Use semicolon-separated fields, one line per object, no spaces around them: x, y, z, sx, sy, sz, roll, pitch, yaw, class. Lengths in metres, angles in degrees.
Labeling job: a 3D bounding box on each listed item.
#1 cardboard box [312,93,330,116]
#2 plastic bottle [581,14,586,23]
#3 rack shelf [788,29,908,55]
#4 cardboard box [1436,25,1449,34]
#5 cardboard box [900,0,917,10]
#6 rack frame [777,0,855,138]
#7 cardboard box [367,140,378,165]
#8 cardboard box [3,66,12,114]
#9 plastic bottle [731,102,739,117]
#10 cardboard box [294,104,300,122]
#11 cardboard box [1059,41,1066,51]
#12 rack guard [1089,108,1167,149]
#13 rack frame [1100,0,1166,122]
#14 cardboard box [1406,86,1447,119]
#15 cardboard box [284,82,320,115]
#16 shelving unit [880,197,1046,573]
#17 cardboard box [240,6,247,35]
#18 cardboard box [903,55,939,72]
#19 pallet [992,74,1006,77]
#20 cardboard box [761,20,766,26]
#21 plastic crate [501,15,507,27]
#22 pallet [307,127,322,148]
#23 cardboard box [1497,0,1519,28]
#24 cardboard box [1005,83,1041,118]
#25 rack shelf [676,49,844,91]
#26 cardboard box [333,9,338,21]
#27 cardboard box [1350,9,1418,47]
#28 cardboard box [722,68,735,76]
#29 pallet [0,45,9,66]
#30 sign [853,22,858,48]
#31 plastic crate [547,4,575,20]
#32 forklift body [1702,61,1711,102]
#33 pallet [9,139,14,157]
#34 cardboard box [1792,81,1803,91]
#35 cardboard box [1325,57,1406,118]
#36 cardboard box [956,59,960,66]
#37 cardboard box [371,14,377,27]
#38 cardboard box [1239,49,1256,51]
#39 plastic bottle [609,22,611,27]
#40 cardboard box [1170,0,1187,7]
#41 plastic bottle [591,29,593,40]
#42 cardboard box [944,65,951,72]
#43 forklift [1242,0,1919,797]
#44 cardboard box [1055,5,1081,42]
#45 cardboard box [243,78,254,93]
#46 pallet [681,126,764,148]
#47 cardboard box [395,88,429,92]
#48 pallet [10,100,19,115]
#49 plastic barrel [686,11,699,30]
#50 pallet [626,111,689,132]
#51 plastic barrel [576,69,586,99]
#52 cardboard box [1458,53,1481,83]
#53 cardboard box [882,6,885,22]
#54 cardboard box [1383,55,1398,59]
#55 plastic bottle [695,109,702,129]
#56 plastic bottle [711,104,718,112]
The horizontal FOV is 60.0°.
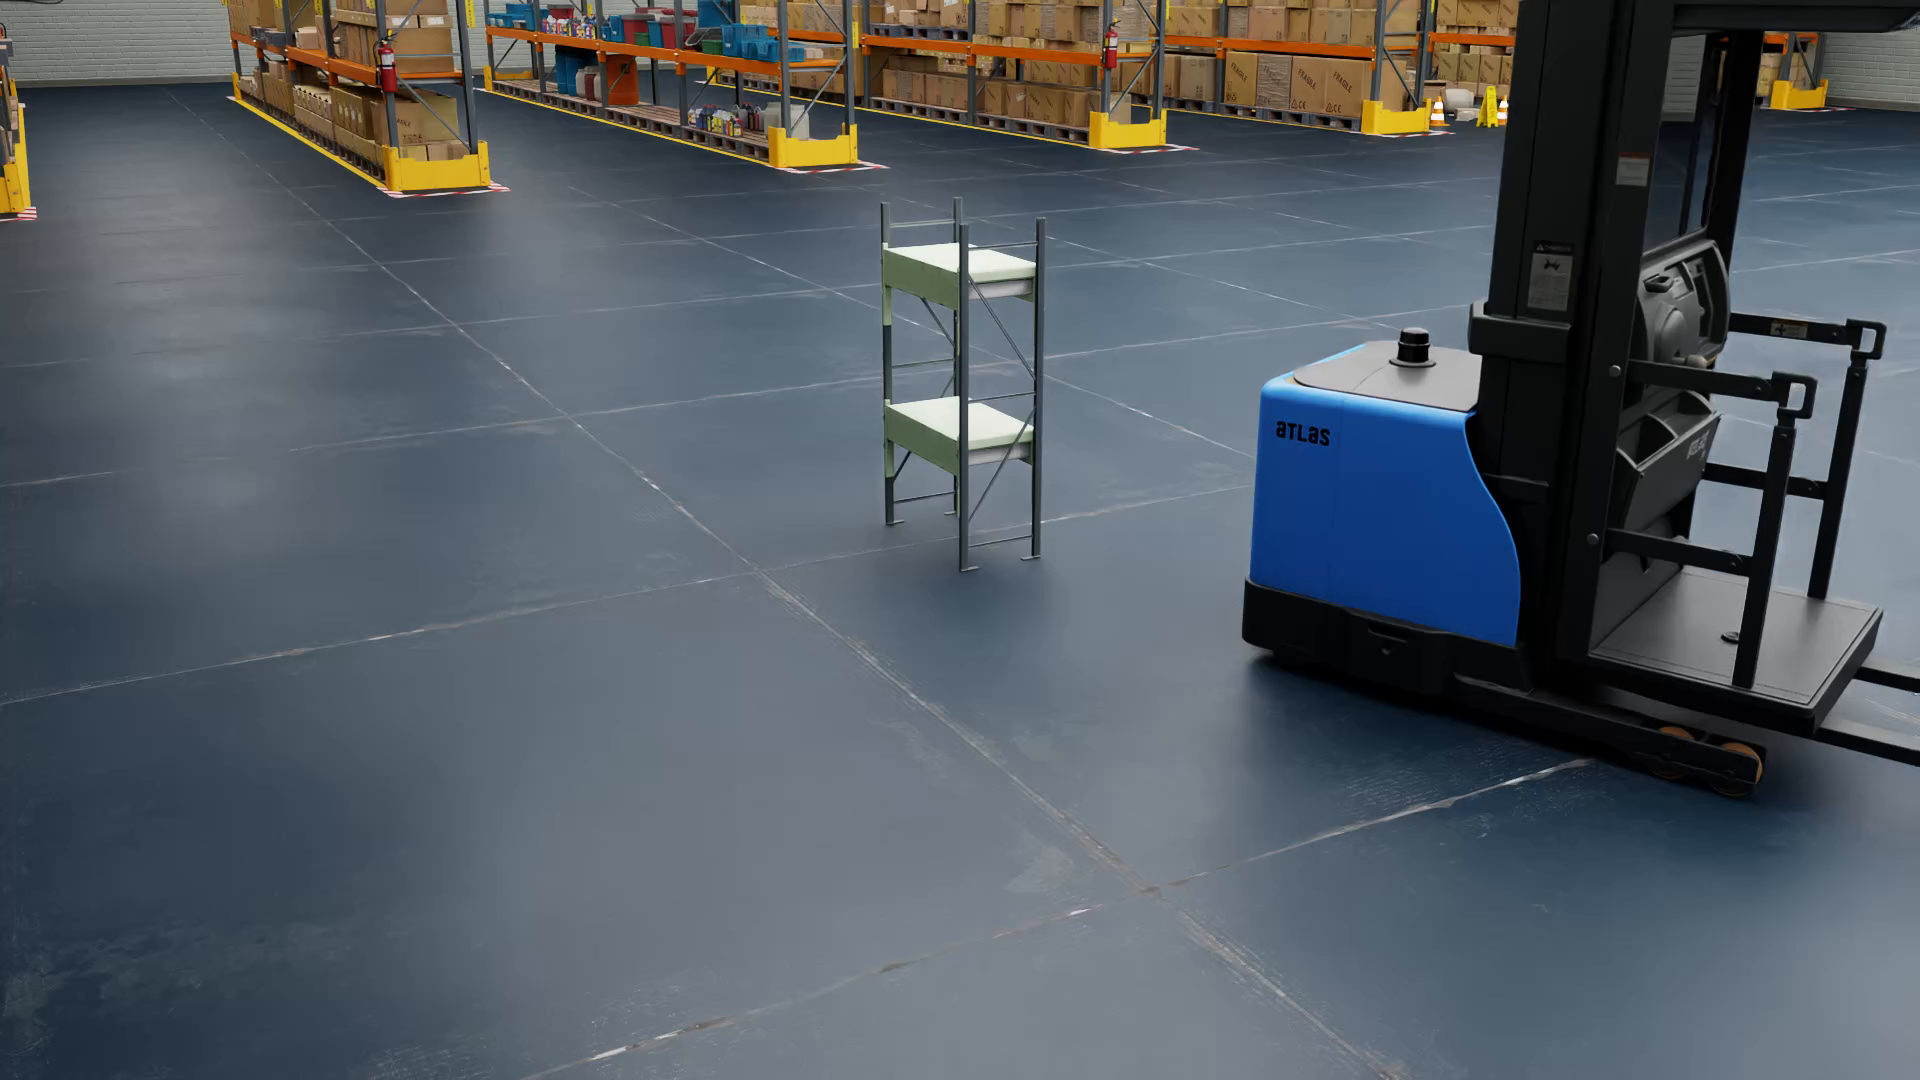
-9.061;-6.318;24.053;0.500;0.311;0.500;-10;21;-27;cardboard box
-6.969;-9.594;30.912;0.144;0.351;0.185;-10;21;-27;plastic bottle
-2.258;-9.706;32.263;1.077;0.370;4.000;-10;21;-27;rack shelf
9.180;-9.599;31.237;0.380;0.149;0.250;-10;21;-27;cardboard box
-0.664;-9.424;29.546;0.700;0.500;0.500;-7;20;-19;cardboard box
-1.868;-6.408;21.603;1.000;3.000;0.127;-10;21;-27;rack frame
-6.992;-4.790;20.487;0.500;0.250;0.500;-10;21;-27;cardboard box
-15.438;-7.079;26.201;0.750;0.750;0.750;-9;21;-25;cardboard box
-3.335;-6.349;24.820;0.144;0.351;0.185;-10;21;-27;plastic bottle
-10.038;-6.641;25.850;0.500;0.250;0.500;-10;21;-27;cardboard box
1.704;-7.394;24.846;0.380;0.149;0.250;-10;21;-27;cardboard box
2.454;-6.015;24.297;1.175;0.500;0.348;-10;21;-27;rack guard
2.491;-7.175;23.826;1.000;3.000;0.127;-10;21;-27;rack frame
8.150;-7.642;29.007;0.637;0.503;0.797;7;20;20;cardboard box
-10.679;-7.197;27.047;0.500;0.500;0.500;-9;21;-25;cardboard box
0.003;-0.707;7.381;0.431;1.500;0.755;-10;21;-27;shelving unit
-12.883;-9.532;30.505;0.500;0.500;0.500;-9;21;-25;cardboard box
-0.703;-8.514;29.715;0.500;0.250;0.500;-7;20;-21;cardboard box
0.855;-10.228;36.949;1.003;0.211;1.213;-10;21;-27;pallet
-3.885;-10.685;34.385;0.380;0.149;0.250;-10;22;-28;cardboard box
-9.013;-10.450;33.483;0.416;0.233;0.300;-10;21;-27;plastic crate
-9.096;-6.028;24.777;1.003;0.211;1.213;-10;21;-27;pallet
10.019;-9.448;29.804;0.500;0.500;0.500;-10;21;-26;cardboard box
1.025;-7.056;26.669;0.500;0.500;0.500;-3;19;-9;cardboard box
-2.818;-6.642;23.384;1.077;0.370;4.000;-10;21;-27;rack shelf
-8.172;-7.037;22.278;0.380;0.149;0.250;-10;21;-27;cardboard box
6.688;-8.085;26.233;0.875;0.550;0.550;-10;21;-27;cardboard box
-4.733;-10.791;36.919;0.875;0.875;0.875;-10;21;-27;cardboard box
-12.722;-6.173;21.216;1.003;0.211;1.213;-10;21;-27;pallet
-1.382;-6.623;21.801;0.100;0.325;0.005;-10;21;-27;sign
-7.770;-10.206;32.421;0.402;0.464;0.583;-10;21;-27;plastic crate
13.073;-9.341;31.403;2.313;2.155;1.214;-10;21;-27;forklift body
-13.441;-5.277;22.602;1.003;0.211;1.213;-10;21;-27;pallet
15.517;-8.550;31.382;0.500;0.250;0.500;-10;21;-26;cardboard box
6.523;-7.293;26.781;0.875;0.875;0.875;-10;21;-26;cardboard box
0.124;-10.862;37.783;0.380;0.149;0.250;-9;21;-24;cardboard box
-6.826;-6.224;19.923;0.380;0.149;0.250;-10;22;-27;cardboard box
6.738;-10.669;36.564;0.875;0.875;0.875;-10;21;-26;cardboard box
-6.247;-9.218;29.937;0.152;0.276;0.135;-10;21;-27;plastic bottle
4.278;-10.017;30.375;0.700;0.500;0.500;-10;21;-26;cardboard box
-6.273;-8.696;28.540;0.097;0.201;0.097;0;19;0;plastic bottle
-0.135;-10.792;38.034;0.380;0.149;0.250;-11;22;-29;cardboard box
2.545;-0.768;5.364;3.031;2.935;1.130;14;24;36;forklift
1.911;-7.650;24.593;0.875;0.500;0.500;-10;21;-27;cardboard box
-13.344;-8.656;31.659;0.500;0.250;0.500;-10;21;-27;cardboard box
-3.486;-6.039;24.808;1.003;0.211;1.213;-10;21;-27;pallet
-7.248;-5.656;21.845;0.500;0.500;0.500;-10;21;-27;cardboard box
-17.161;-7.581;29.278;1.003;0.211;1.213;-10;21;-27;pallet
-4.029;-7.929;25.803;0.433;0.535;0.433;0;19;0;plastic barrel
-4.758;-6.808;27.038;1.003;0.211;1.213;-10;21;-27;pallet
-6.798;-8.337;30.364;0.421;0.512;0.421;0;19;0;plastic barrel
9.620;-8.748;30.808;0.500;0.500;0.500;-9;21;-24;cardboard box
-1.300;-9.701;30.992;0.500;0.500;0.500;-9;21;-25;cardboard box
10.407;-11.473;39.469;0.500;0.500;0.500;-11;22;-28;cardboard box
-3.825;-6.229;24.585;0.152;0.276;0.135;-9;21;-25;plastic bottle
-3.623;-6.238;24.498;0.144;0.351;0.185;-10;21;-27;plastic bottle
